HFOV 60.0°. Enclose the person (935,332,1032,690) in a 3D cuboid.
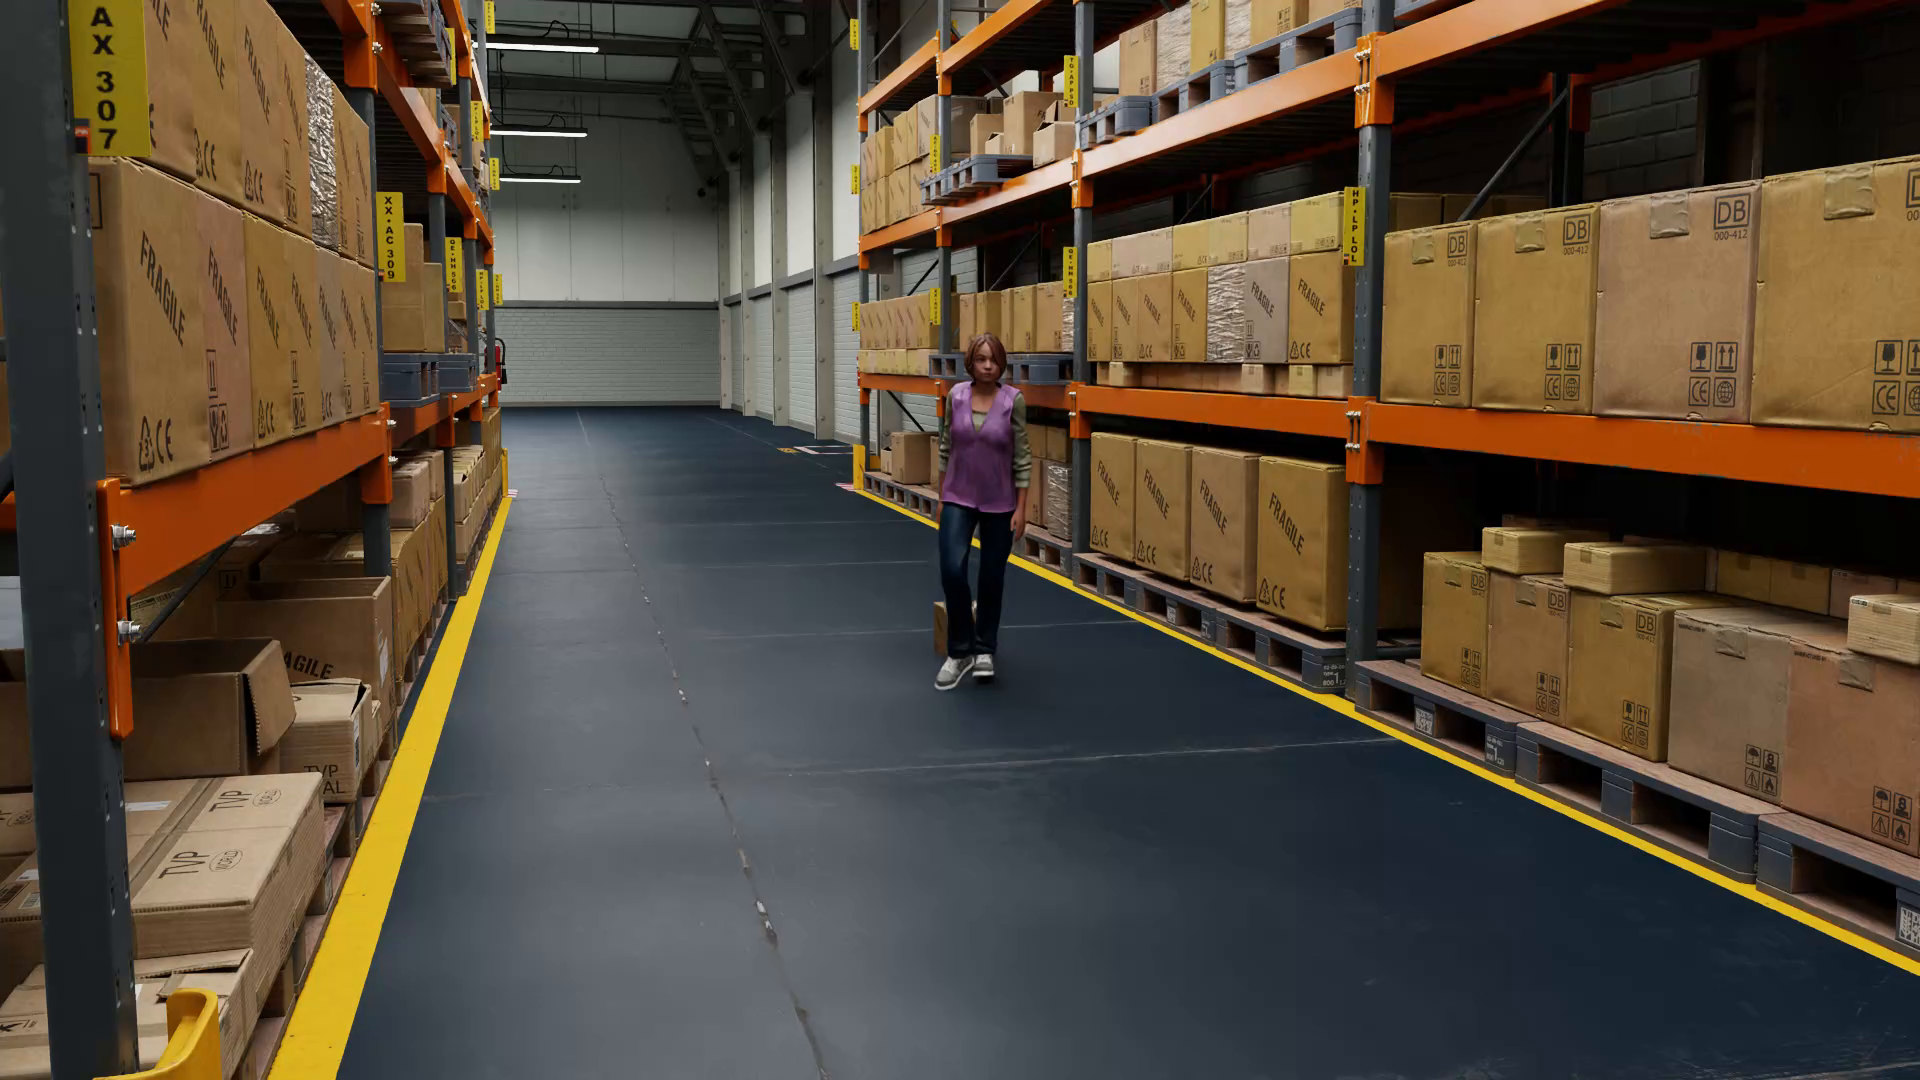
[{"bbox_3d":[0.107,-0.137,7.532,0.443,1.593,0.510,0,6,4],"label":"person"}]
